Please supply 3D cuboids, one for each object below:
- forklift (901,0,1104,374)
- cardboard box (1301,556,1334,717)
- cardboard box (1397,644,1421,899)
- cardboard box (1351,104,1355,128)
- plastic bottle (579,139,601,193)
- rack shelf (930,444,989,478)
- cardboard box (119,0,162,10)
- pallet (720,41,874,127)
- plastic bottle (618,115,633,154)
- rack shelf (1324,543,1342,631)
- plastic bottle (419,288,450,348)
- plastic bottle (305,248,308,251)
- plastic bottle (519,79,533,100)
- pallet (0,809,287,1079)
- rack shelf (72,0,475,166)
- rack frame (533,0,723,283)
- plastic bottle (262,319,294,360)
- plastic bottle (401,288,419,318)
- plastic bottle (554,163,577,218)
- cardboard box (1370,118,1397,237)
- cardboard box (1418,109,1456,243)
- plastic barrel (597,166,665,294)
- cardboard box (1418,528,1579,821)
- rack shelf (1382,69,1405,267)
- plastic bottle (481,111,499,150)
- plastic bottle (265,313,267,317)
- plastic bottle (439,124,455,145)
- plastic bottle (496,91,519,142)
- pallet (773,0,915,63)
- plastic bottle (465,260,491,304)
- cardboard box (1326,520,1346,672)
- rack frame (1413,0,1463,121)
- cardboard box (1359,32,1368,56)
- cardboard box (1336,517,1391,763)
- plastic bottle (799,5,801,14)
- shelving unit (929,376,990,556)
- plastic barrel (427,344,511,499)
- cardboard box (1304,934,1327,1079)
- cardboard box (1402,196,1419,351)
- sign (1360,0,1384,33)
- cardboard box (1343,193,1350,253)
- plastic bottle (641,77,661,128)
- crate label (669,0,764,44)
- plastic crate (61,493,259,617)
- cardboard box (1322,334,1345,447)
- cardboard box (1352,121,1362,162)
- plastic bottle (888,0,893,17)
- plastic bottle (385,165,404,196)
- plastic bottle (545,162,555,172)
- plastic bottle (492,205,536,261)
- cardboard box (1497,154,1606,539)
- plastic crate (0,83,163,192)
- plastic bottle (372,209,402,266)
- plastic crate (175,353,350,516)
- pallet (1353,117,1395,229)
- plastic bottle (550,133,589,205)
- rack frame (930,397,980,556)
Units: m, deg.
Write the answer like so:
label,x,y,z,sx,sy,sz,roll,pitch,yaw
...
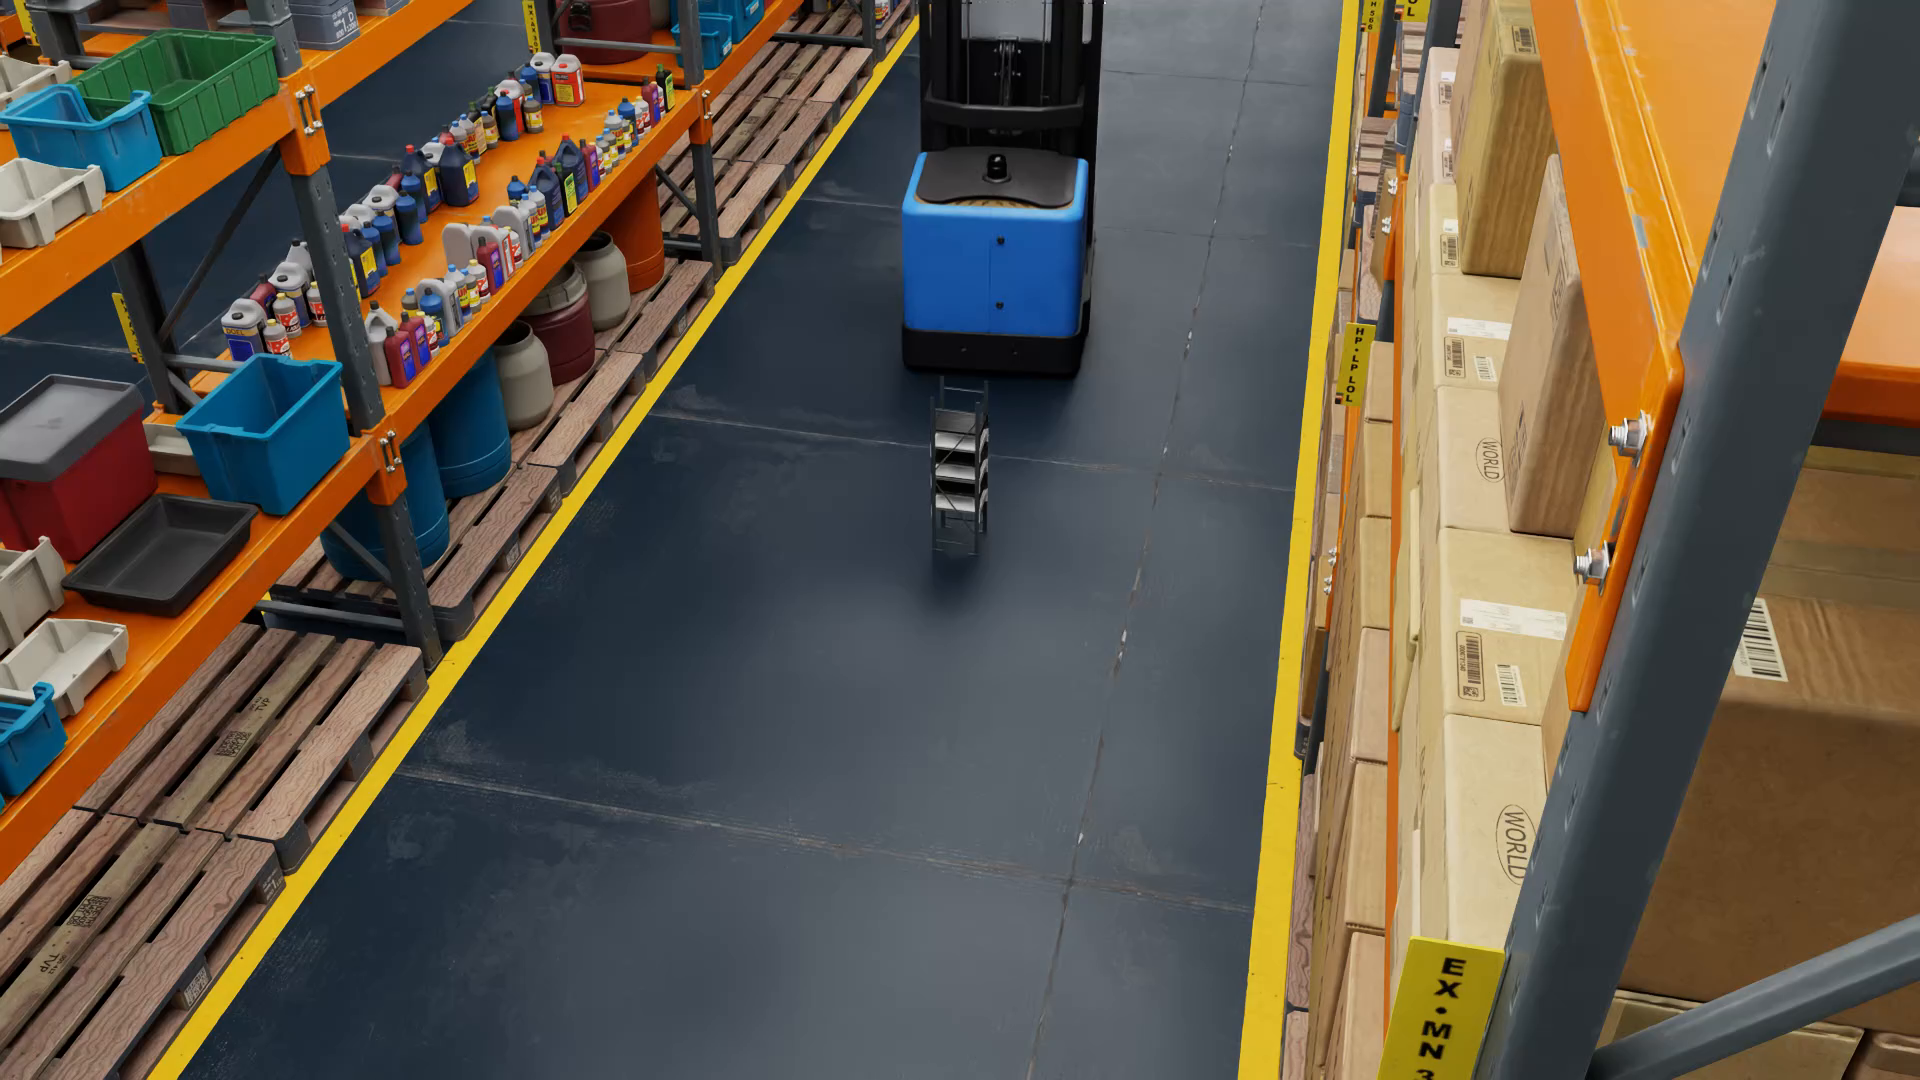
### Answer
label,x,y,z,sx,sy,sz,roll,pitch,yaw
forklift,0.327,-3.012,10.178,1.130,2.935,3.031,4,36,5
cardboard box,1.751,0.440,7.112,0.500,0.500,0.500,7,37,10
cardboard box,1.041,0.452,2.913,0.500,0.250,0.500,7,37,10
cardboard box,3.196,-3.225,12.399,0.500,0.250,0.500,8,37,11
plastic bottle,-1.972,-2.003,8.827,0.061,0.283,0.133,7,37,10
rack shelf,-0.002,-0.406,8.216,0.258,0.077,0.200,7,37,10
cardboard box,-6.434,-4.130,13.417,0.700,0.500,0.500,4,36,6
pallet,-1.334,-3.700,13.445,1.003,0.211,1.213,7,37,10
plastic bottle,-1.882,-2.262,9.254,0.097,0.201,0.097,0,36,0
rack shelf,1.498,1.363,4.696,1.077,0.370,4.000,7,37,10
plastic bottle,-2.362,-1.003,7.458,0.097,0.271,0.097,0,36,0
plastic bottle,-2.997,-1.352,7.871,0.144,0.351,0.185,7,37,10
plastic bottle,-2.539,-2.584,9.699,0.097,0.201,0.097,0,36,0
pallet,-3.290,1.559,6.189,1.003,0.211,1.213,7,37,10
rack shelf,-2.486,-2.768,7.840,1.077,0.370,4.000,7,37,10
rack frame,-2.058,-2.991,10.091,1.000,3.000,0.127,7,37,10
plastic bottle,-3.019,-0.879,7.346,0.097,0.201,0.097,0,36,0
plastic bottle,-2.489,-1.050,7.582,0.097,0.201,0.097,0,36,0
plastic bottle,-2.040,-1.821,8.576,0.061,0.283,0.133,7,37,10
cardboard box,2.374,-1.703,7.871,0.700,0.500,0.500,14,38,19
cardboard box,1.474,-0.897,4.347,0.500,0.250,0.500,7,37,10
plastic barrel,-2.146,-2.000,10.215,0.600,0.830,0.708,7,37,10
cardboard box,1.038,0.249,2.766,0.500,0.250,0.500,7,37,10
rack shelf,2.353,-2.145,6.980,1.077,0.370,4.000,7,37,10
plastic bottle,-2.645,-2.298,9.304,0.097,0.201,0.097,0,36,0
plastic bottle,-3.146,-0.954,7.449,0.097,0.201,0.097,0,36,0
plastic bottle,-2.758,-2.079,8.933,0.061,0.283,0.133,7,37,10
plastic bottle,-2.557,-2.395,9.379,0.097,0.271,0.097,0,36,0
pallet,-1.020,-4.535,14.597,1.003,0.211,1.213,7,37,10
plastic bottle,-2.270,-1.219,7.816,0.097,0.201,0.097,0,36,0
cardboard box,1.550,0.143,5.682,0.500,0.500,0.500,8,37,11
rack frame,1.926,-2.504,4.307,1.000,3.000,0.127,7,37,10
cardboard box,3.303,-3.739,12.631,0.500,0.311,0.500,7,37,10
cardboard box,1.330,0.305,4.606,0.500,0.500,0.500,6,36,9
plastic bottle,-1.424,-4.680,14.361,0.061,0.283,0.133,9,37,12
shelving unit,-0.002,-0.360,8.250,0.258,0.900,0.210,7,37,10
plastic barrel,-2.629,-0.734,8.407,0.600,0.901,0.708,7,37,10
cardboard box,1.120,1.304,4.080,0.500,0.500,0.500,8,37,10
cardboard box,1.469,-0.695,4.494,0.500,0.250,0.500,7,37,10
sign,2.237,-2.904,8.985,0.100,0.325,0.005,7,37,10
cardboard box,2.761,-2.053,10.782,0.500,0.250,0.500,7,37,9
plastic bottle,-1.777,-2.526,9.549,0.061,0.283,0.133,7,37,10
crate label,-1.582,-3.541,10.820,0.502,0.435,0.616,7,37,10
plastic crate,-2.889,0.065,6.058,0.437,0.125,0.590,7,37,10
cardboard box,2.185,-0.721,8.714,0.500,0.500,0.500,7,36,9
cardboard box,2.866,-2.571,11.018,0.500,0.311,0.500,7,37,10
plastic bottle,-0.665,-4.676,14.362,0.152,0.276,0.135,9,37,12
plastic bottle,-2.875,-1.764,8.497,0.061,0.283,0.133,7,37,10
plastic bottle,-2.100,-1.828,8.586,0.061,0.283,0.133,7,37,10
plastic bottle,-2.194,-1.529,8.179,0.152,0.276,0.135,7,37,10
cardboard box,1.357,-0.314,2.904,0.700,0.500,0.500,7,37,10
plastic crate,-2.795,-1.283,5.320,0.416,0.233,0.300,7,37,10
plastic bottle,-2.804,-1.483,8.120,0.097,0.271,0.097,0,36,0
plastic crate,-2.679,-0.405,6.486,0.392,0.384,0.575,7,37,10
pallet,2.704,-1.893,8.739,1.213,0.211,1.003,7,37,10
plastic bottle,-2.047,-1.944,8.689,0.144,0.351,0.185,7,37,10
rack frame,-0.023,-0.301,8.169,0.240,0.900,0.006,7,37,10
